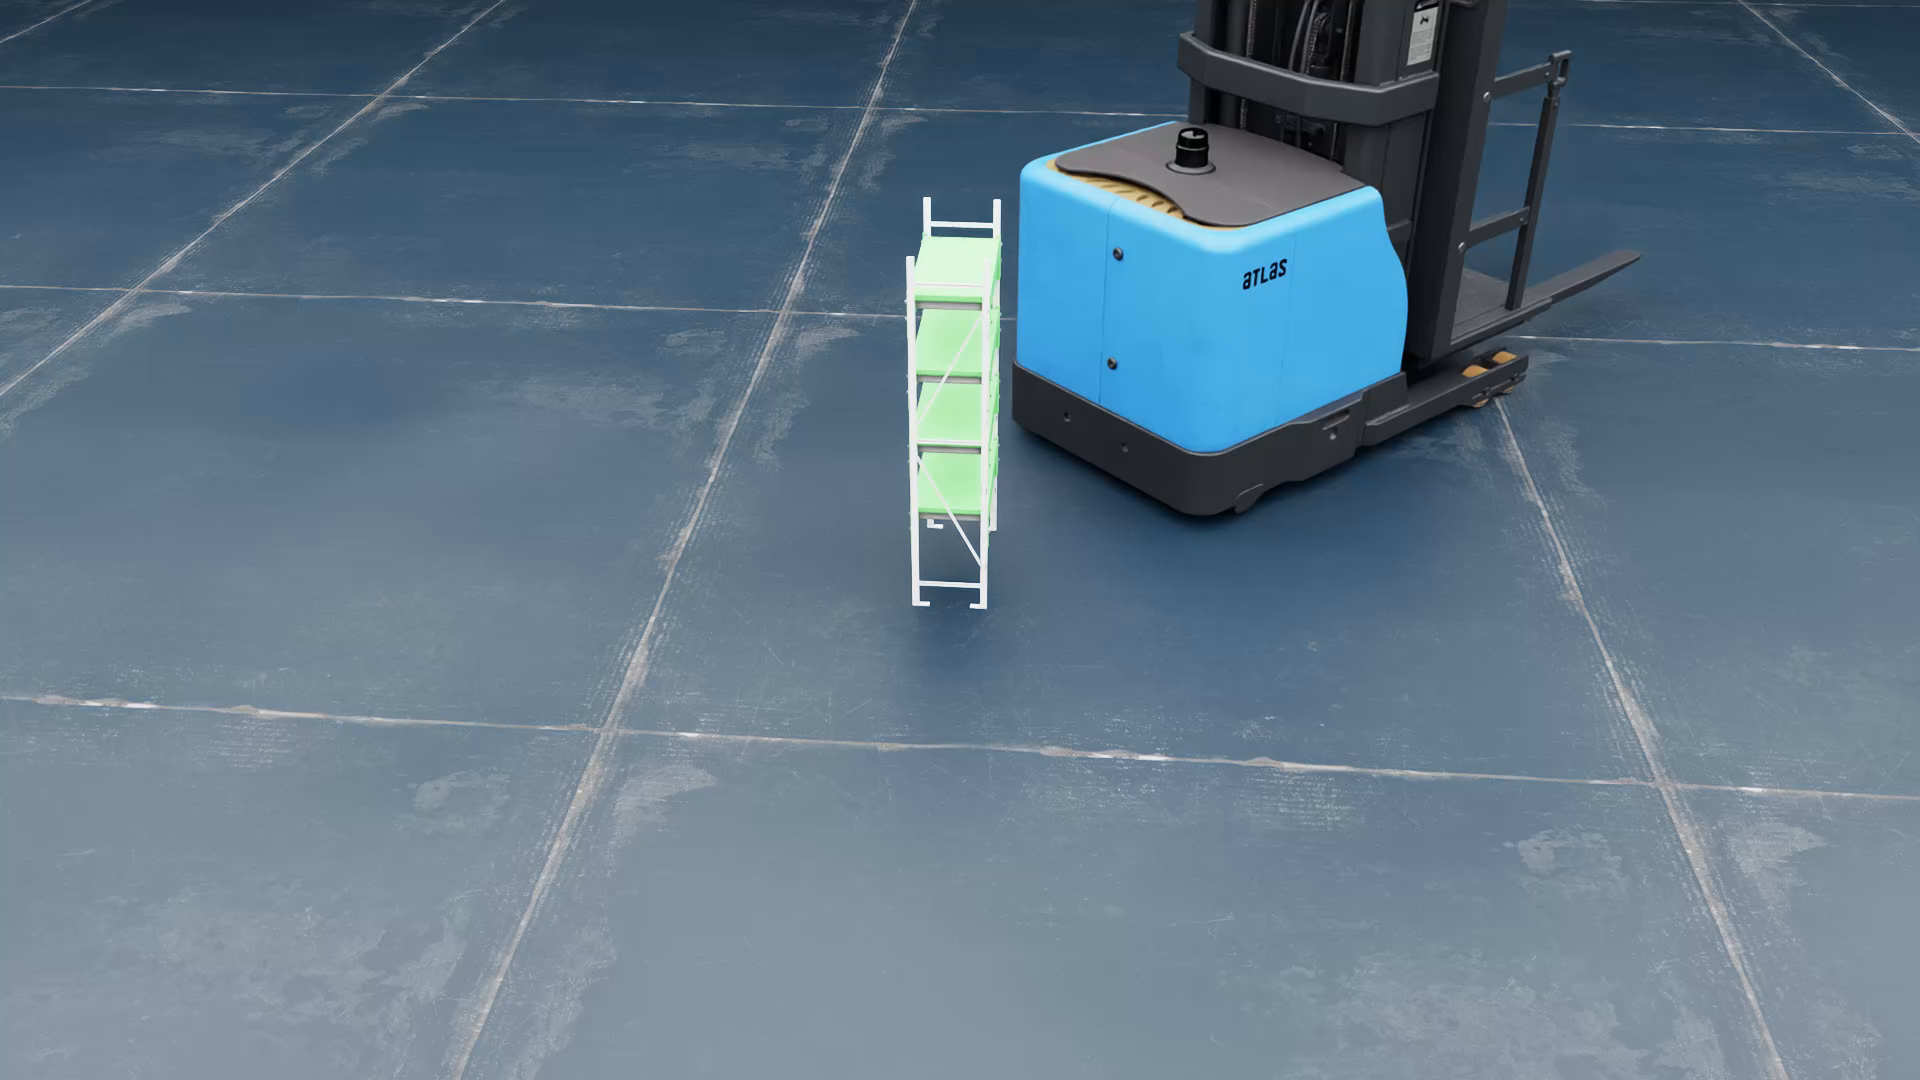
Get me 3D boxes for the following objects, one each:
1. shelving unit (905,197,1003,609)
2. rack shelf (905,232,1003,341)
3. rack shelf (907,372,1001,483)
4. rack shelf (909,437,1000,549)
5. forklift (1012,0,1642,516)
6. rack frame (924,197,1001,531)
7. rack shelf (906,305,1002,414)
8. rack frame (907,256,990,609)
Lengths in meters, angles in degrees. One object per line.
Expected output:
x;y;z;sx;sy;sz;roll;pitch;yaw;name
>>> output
-0.013;-0.424;5.295;0.258;1.200;0.503;2;32;4;shelving unit
-0.014;-0.778;5.076;0.258;0.148;0.480;2;32;4;rack shelf
-0.013;-0.370;5.328;0.258;0.148;0.480;2;32;4;rack shelf
-0.013;-0.166;5.454;0.258;0.148;0.480;2;32;4;rack shelf
1.657;-1.964;6.144;3.031;2.935;1.130;-23;39;-33;forklift
0.006;-0.552;5.502;0.240;1.200;0.015;2;32;4;rack frame
-0.013;-0.574;5.202;0.258;0.148;0.480;2;32;4;rack shelf
-0.033;-0.297;5.088;0.240;1.200;0.015;2;32;4;rack frame
